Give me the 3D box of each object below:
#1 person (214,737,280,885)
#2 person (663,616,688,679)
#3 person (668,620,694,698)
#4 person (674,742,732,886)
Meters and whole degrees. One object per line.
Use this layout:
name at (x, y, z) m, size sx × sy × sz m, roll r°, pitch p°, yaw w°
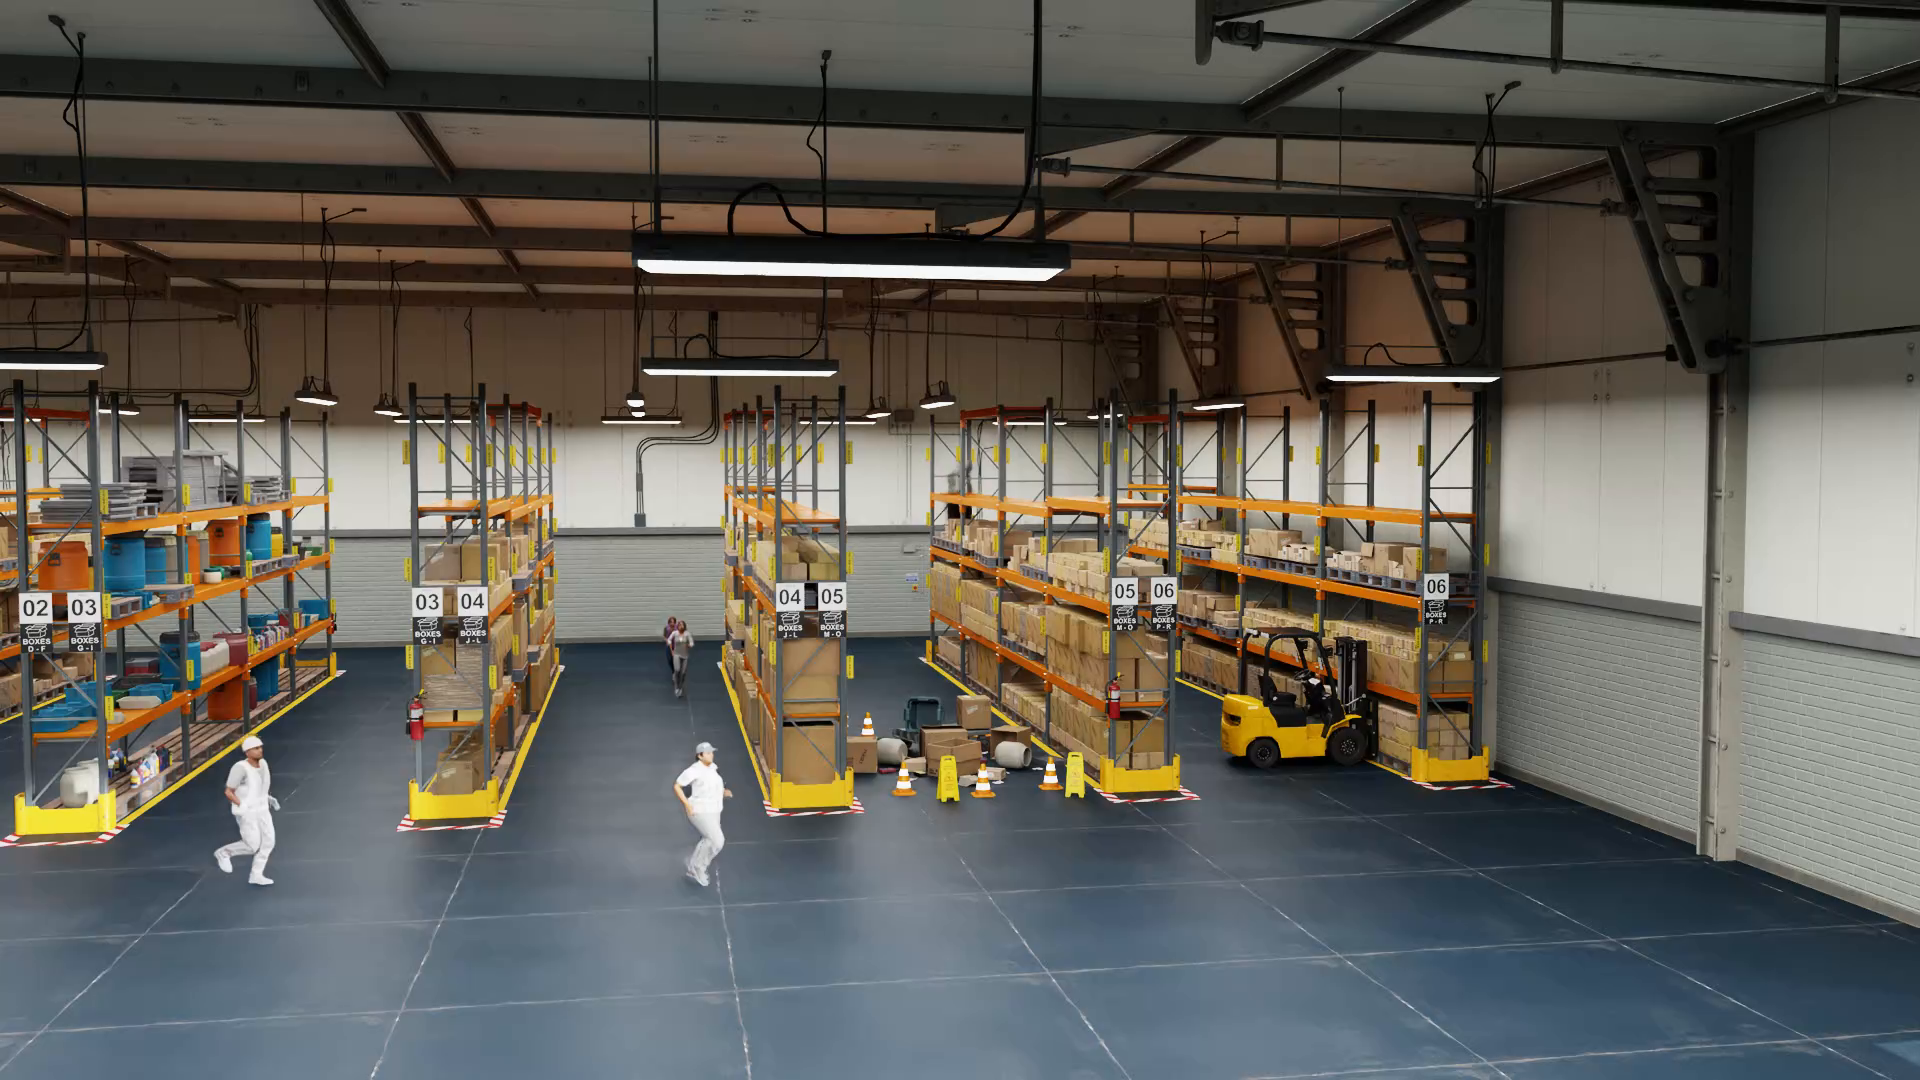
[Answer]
person at (-8.336, 3.153, 19.422) m, size 0.695 × 1.733 × 0.669 m, roll 1°, pitch 3°, yaw 16°
person at (-6.359, 2.410, 37.165) m, size 0.553 × 1.447 × 0.753 m, roll 0°, pitch 3°, yaw -5°
person at (-5.796, 2.459, 34.587) m, size 0.521 × 1.597 × 0.721 m, roll -1°, pitch 3°, yaw -15°
person at (-2.946, 3.192, 19.407) m, size 0.655 × 1.659 × 0.587 m, roll 1°, pitch 3°, yaw 24°
